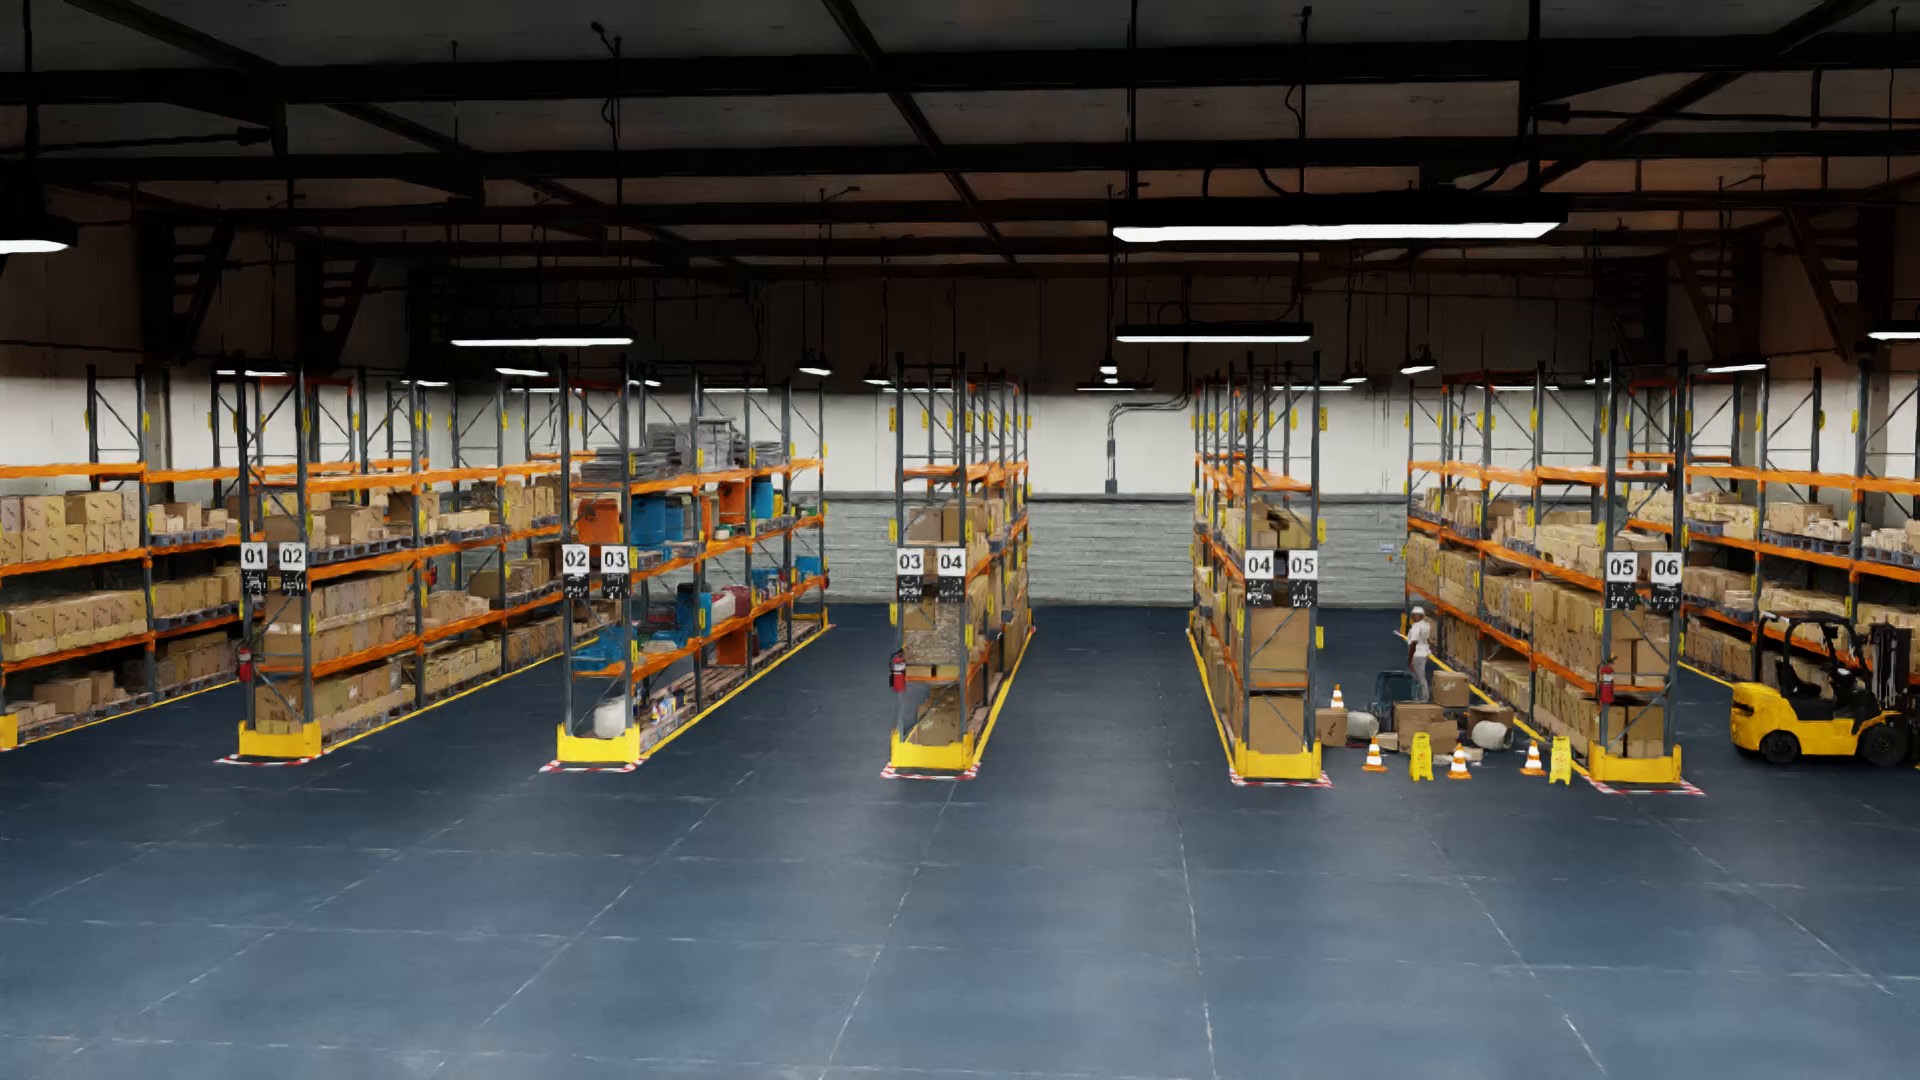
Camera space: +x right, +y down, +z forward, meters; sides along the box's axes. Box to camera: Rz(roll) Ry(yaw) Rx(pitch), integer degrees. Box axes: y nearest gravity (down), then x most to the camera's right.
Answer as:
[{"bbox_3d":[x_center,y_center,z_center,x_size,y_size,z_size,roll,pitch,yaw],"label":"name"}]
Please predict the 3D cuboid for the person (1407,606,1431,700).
[{"bbox_3d":[8.014,2.031,29.202,0.580,1.763,0.673,3,5,33],"label":"person"}]

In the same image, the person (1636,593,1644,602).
[{"bbox_3d":[16.133,1.271,39.834,0.393,1.782,0.629,-2,5,-28],"label":"person"}]

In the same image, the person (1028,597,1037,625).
[{"bbox_3d":[1.604,1.270,41.054,0.472,1.654,0.658,-3,5,-35],"label":"person"}]
